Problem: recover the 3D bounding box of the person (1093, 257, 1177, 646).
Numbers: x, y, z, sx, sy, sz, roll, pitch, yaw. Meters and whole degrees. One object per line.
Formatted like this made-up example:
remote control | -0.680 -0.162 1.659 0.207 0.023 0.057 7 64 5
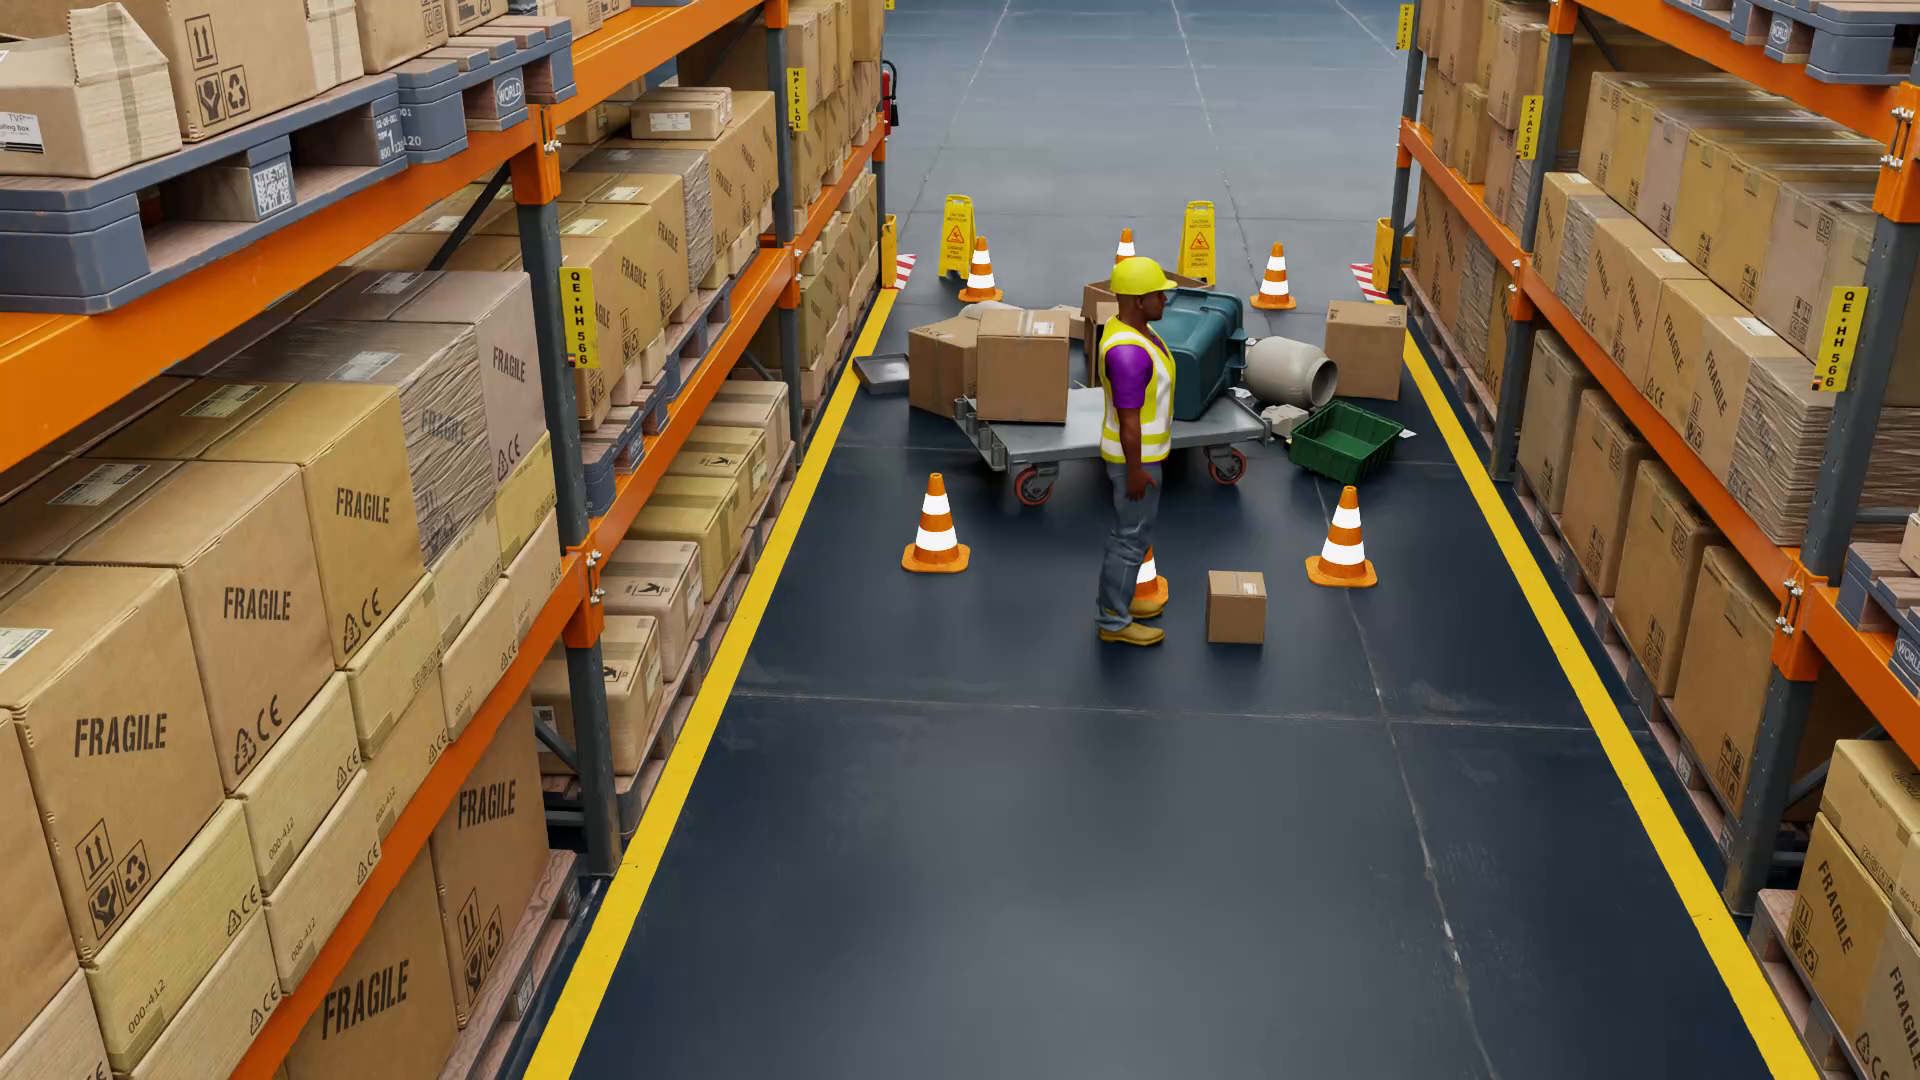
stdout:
person | 0.784 -0.399 7.460 0.354 1.761 0.562 2 24 5
